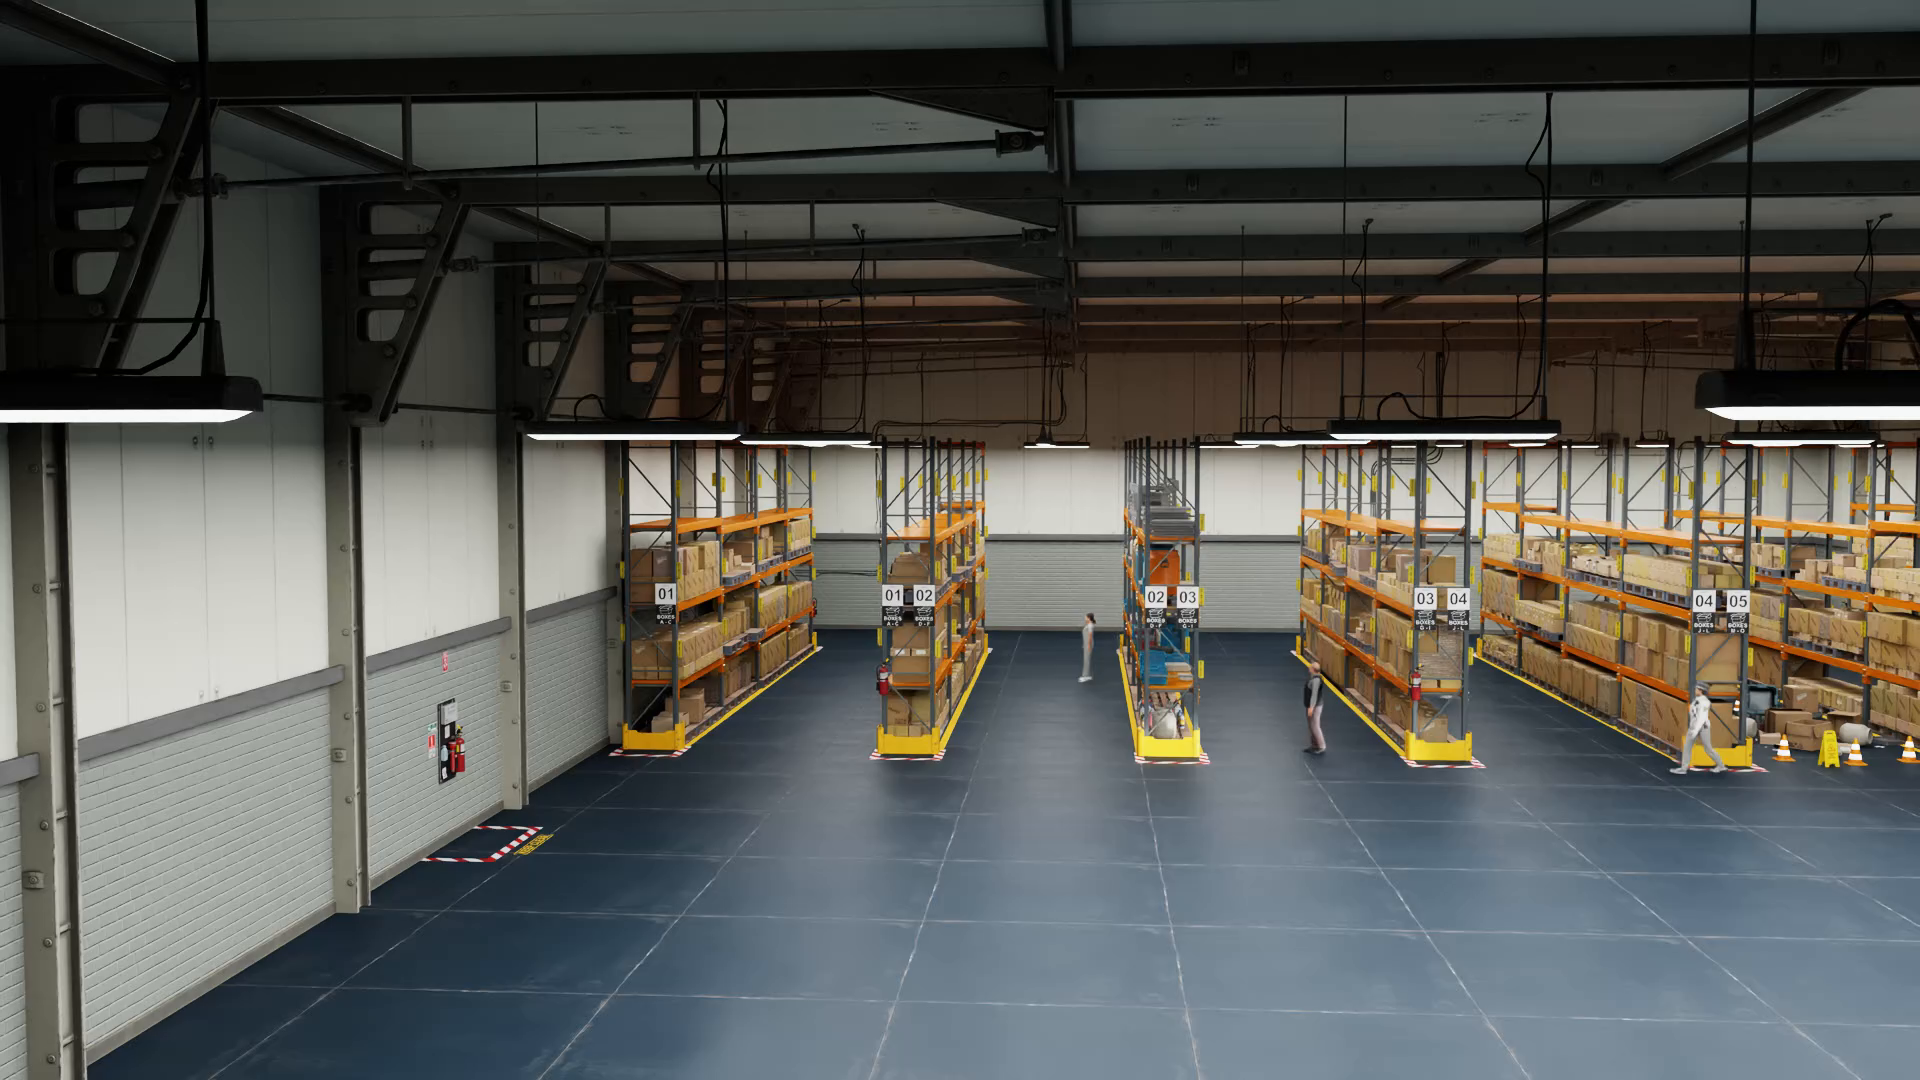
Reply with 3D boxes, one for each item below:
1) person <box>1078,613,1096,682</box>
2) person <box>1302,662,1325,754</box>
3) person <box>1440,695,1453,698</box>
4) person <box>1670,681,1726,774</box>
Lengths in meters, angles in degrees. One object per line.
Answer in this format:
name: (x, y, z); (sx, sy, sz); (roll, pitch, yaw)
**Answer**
person: (3.173, 2.667, 41.546); (0.464, 1.686, 0.577); (0, 3, 0)
person: (6.705, 3.177, 31.477); (0.431, 1.735, 0.554); (0, 3, -5)
person: (11.273, 2.878, 38.520); (0.364, 1.618, 0.509); (-1, 3, -11)
person: (13.052, 3.328, 29.358); (0.938, 1.631, 0.451); (-1, 3, -11)
